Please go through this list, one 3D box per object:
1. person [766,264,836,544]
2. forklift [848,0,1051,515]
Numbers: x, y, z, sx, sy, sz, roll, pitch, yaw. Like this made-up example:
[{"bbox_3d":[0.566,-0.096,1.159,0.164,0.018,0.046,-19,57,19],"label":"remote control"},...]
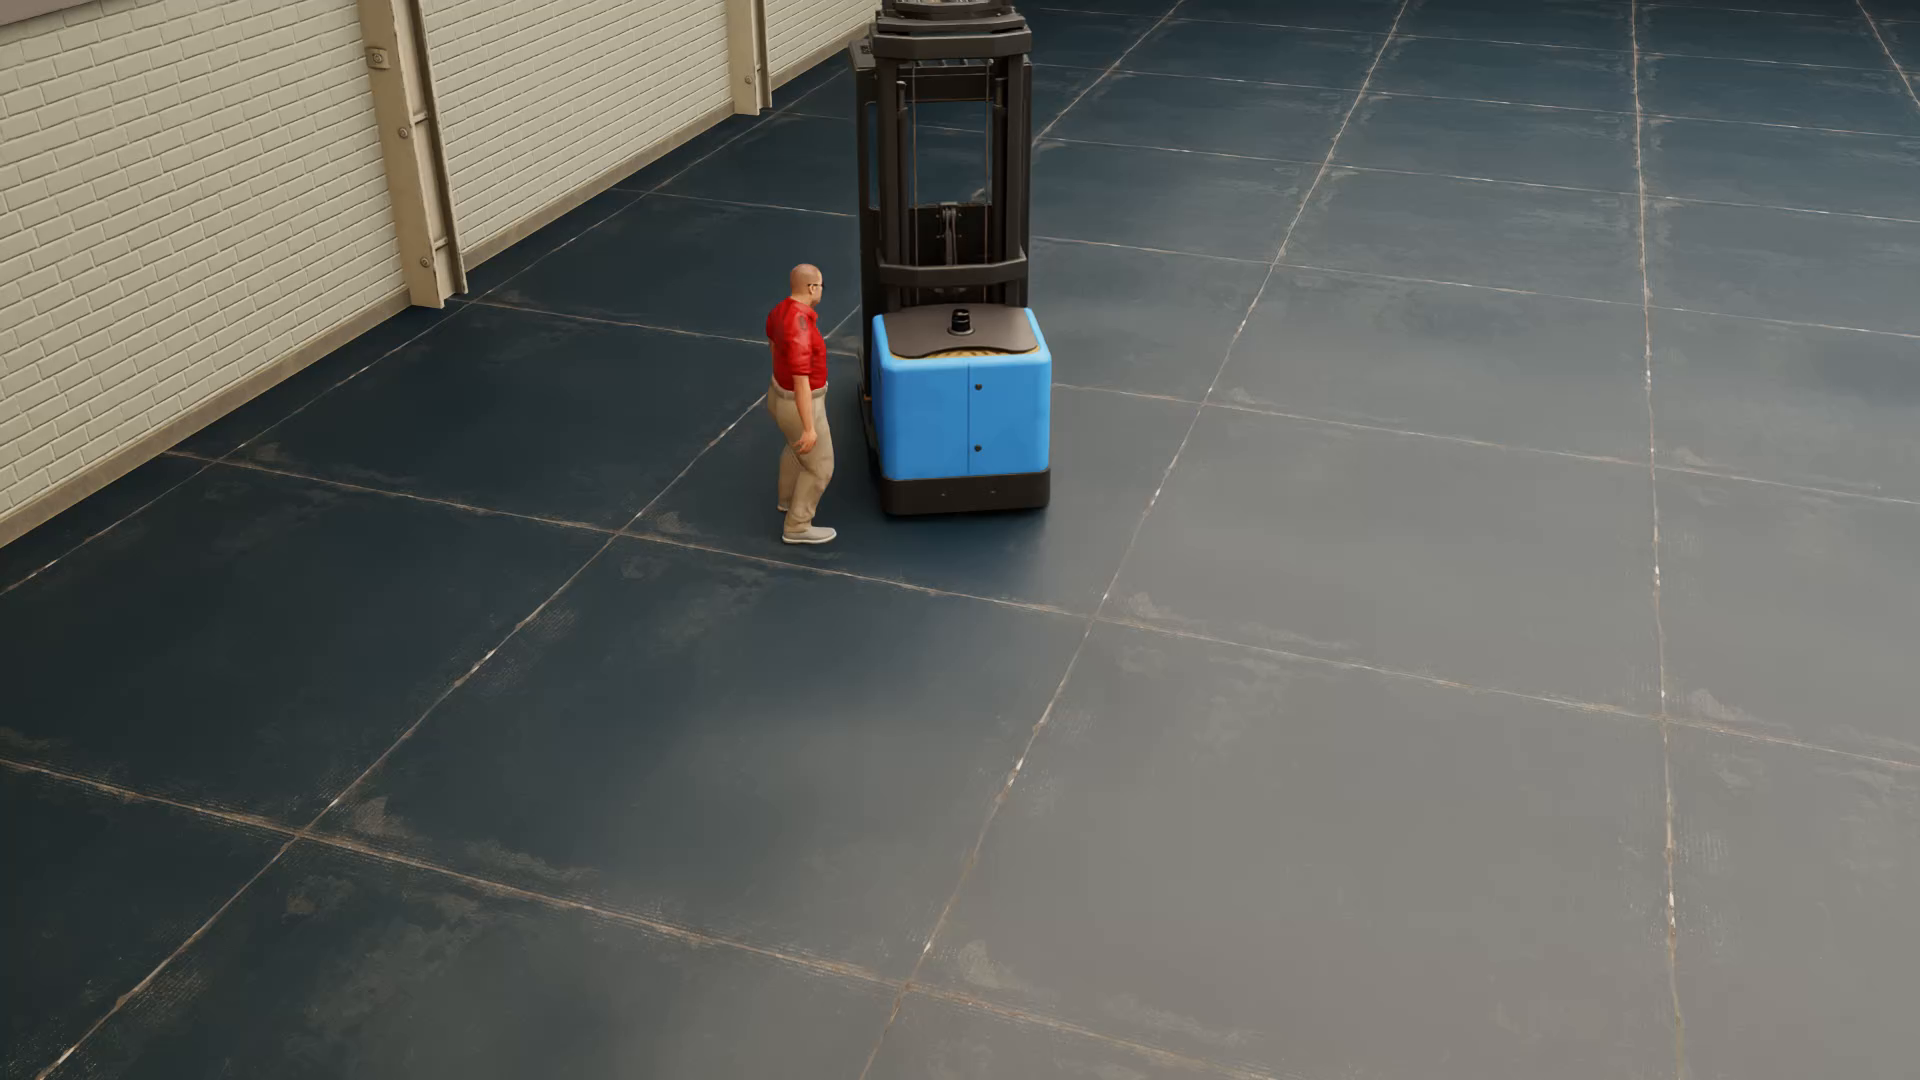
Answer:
[{"bbox_3d":[-0.937,-0.814,9.810,0.389,1.702,0.831,-11,32,-19],"label":"person"},{"bbox_3d":[-0.129,-2.133,10.878,1.130,2.935,3.031,-3,30,-6],"label":"forklift"}]
